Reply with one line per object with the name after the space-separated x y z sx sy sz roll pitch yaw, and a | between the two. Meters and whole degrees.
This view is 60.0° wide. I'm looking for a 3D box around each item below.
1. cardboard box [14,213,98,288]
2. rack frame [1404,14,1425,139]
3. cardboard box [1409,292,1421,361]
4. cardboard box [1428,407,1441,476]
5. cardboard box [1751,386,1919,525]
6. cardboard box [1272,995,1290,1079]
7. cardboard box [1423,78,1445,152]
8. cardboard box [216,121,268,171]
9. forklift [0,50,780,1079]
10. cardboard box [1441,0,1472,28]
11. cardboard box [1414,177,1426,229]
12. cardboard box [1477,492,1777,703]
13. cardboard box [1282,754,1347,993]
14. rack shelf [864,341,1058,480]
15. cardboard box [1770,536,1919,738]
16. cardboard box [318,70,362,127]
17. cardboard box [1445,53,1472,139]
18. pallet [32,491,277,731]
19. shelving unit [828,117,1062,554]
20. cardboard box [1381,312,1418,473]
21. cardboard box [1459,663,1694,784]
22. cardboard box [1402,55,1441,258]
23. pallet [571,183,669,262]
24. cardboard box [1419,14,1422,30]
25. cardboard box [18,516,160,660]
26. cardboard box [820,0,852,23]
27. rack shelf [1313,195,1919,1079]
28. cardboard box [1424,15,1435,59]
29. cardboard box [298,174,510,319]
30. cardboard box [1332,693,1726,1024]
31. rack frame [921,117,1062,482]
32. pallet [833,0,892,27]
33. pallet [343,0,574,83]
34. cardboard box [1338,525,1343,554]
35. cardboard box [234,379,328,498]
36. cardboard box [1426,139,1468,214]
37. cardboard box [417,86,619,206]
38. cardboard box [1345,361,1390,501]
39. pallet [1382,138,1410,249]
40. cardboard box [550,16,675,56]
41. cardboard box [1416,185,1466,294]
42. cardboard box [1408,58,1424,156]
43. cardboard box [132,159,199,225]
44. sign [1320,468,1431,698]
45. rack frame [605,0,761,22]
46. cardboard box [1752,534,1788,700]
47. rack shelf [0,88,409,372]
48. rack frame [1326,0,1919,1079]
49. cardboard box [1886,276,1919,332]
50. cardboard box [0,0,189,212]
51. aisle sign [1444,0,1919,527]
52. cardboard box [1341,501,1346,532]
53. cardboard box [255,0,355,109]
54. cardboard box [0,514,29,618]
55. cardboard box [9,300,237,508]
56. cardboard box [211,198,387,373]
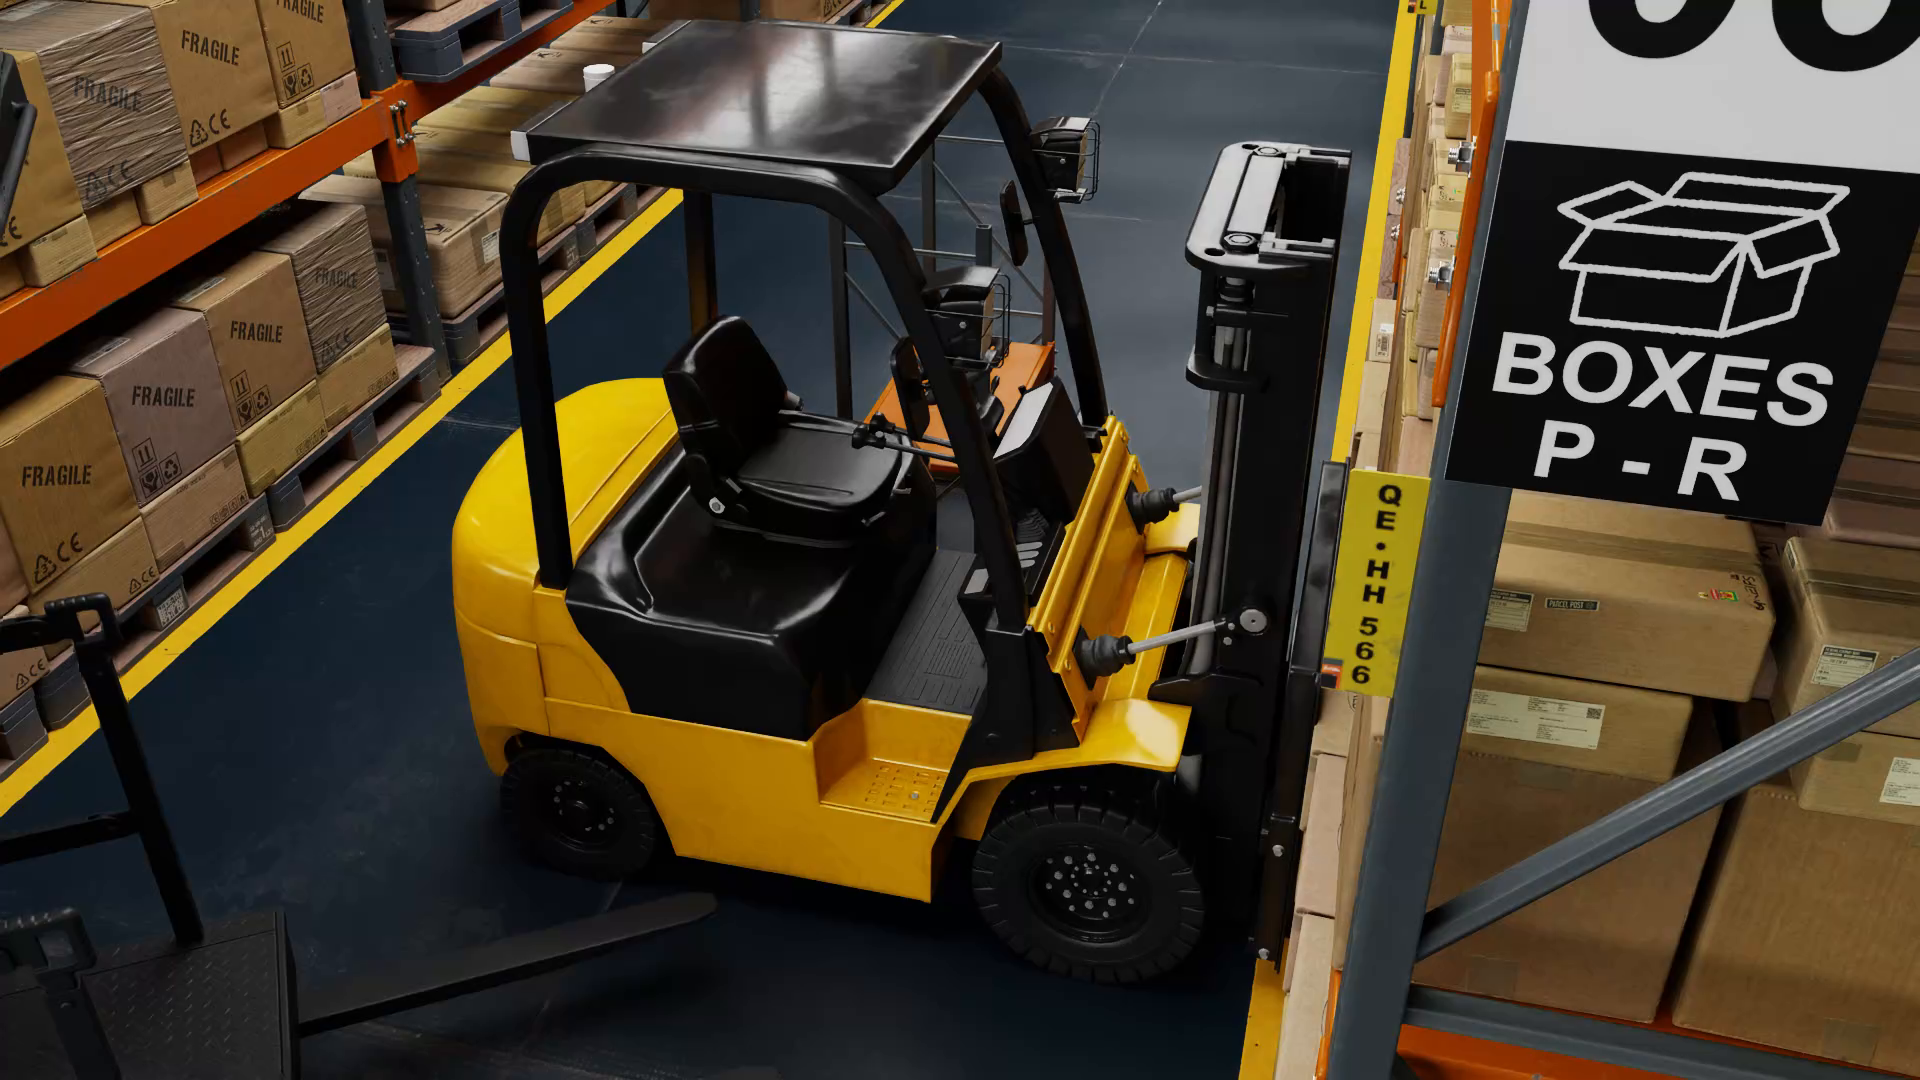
-2.916 -0.911 5.122 0.380 0.149 0.250 8 33 13 | cardboard box
3.066 -3.422 8.838 1.000 3.000 0.127 8 33 12 | rack frame
1.155 -0.474 3.502 0.380 0.149 0.250 8 33 13 | cardboard box
0.996 -0.199 2.792 0.380 0.149 0.250 9 33 13 | cardboard box
1.480 -0.128 2.680 0.380 0.149 0.250 9 33 13 | cardboard box
0.857 1.206 3.263 0.500 0.250 0.500 8 33 12 | cardboard box
1.478 -1.142 4.552 0.380 0.149 0.250 9 33 13 | cardboard box
-2.736 -1.451 5.971 0.380 0.149 0.250 8 33 13 | cardboard box
-1.945 0.336 2.990 3.031 2.935 1.130 -11 34 -17 | forklift
1.683 -1.663 5.095 0.380 0.149 0.250 9 33 13 | cardboard box
1.442 -0.659 4.397 0.500 0.500 0.500 8 33 12 | cardboard box
0.923 0.073 2.364 0.380 0.149 0.250 8 33 12 | cardboard box
0.975 0.743 3.525 0.500 0.250 0.500 9 33 13 | cardboard box
-0.022 -0.437 5.875 0.538 0.185 1.000 8 33 12 | rack shelf
1.328 0.142 2.255 0.380 0.149 0.250 7 33 11 | cardboard box
-2.538 -1.706 6.372 0.380 0.149 0.250 8 33 12 | cardboard box
1.444 -1.124 4.246 0.380 0.149 0.250 8 33 12 | cardboard box
-3.195 0.145 5.826 1.003 0.211 1.213 8 33 12 | pallet
-0.019 -0.593 5.785 0.587 1.500 1.083 8 33 12 | shelving unit
1.177 -0.138 3.578 0.500 0.500 0.500 7 33 11 | cardboard box
0.853 0.195 2.450 0.380 0.149 0.250 8 33 13 | cardboard box
1.686 -1.194 5.239 0.500 0.500 0.500 7 33 11 | cardboard box
-2.247 -1.883 9.015 1.003 0.211 1.213 8 33 12 | pallet
3.347 -3.596 11.049 0.500 0.500 0.500 7 33 11 | cardboard box
-3.031 0.109 5.455 0.500 0.250 0.500 10 34 16 | cardboard box
-1.250 -4.186 11.628 0.875 0.875 0.875 8 33 13 | cardboard box
1.544 -0.005 4.133 1.077 0.370 4.000 8 33 12 | rack shelf
1.929 -1.784 5.934 0.500 0.250 0.500 7 33 11 | cardboard box
-2.620 -1.361 7.653 0.950 0.372 0.625 8 33 13 | cardboard box
0.907 0.396 2.738 0.500 0.500 0.500 7 33 11 | cardboard box
0.107 -0.852 6.193 0.500 1.500 0.032 8 33 12 | rack frame
-1.151 -3.949 12.266 1.003 0.211 1.213 8 33 12 | pallet
-2.416 -2.316 7.277 1.003 0.211 1.213 8 33 12 | pallet
1.229 0.218 4.351 0.500 0.250 0.500 7 33 11 | cardboard box
-2.766 -0.416 6.281 0.500 0.250 0.500 7 33 11 | cardboard box
1.363 -0.873 4.129 0.380 0.149 0.250 7 33 11 | cardboard box
-2.266 -2.096 8.809 0.950 0.372 0.625 9 34 14 | cardboard box
1.485 -0.313 5.186 0.500 0.250 0.500 8 33 12 | cardboard box
2.820 -1.824 8.922 1.003 0.211 1.213 8 33 12 | pallet
-1.889 -2.873 10.031 0.950 0.372 0.625 6 33 9 | cardboard box
1.150 -0.603 3.428 0.380 0.149 0.250 9 33 13 | cardboard box
1.926 -1.581 6.080 0.500 0.250 0.500 9 33 13 | cardboard box
-2.792 -1.179 5.542 0.380 0.149 0.250 8 33 12 | cardboard box
0.515 0.059 2.061 0.100 0.325 0.005 8 33 12 | sign
-1.736 -4.096 9.898 1.000 3.000 0.127 8 33 12 | rack frame
1.374 0.136 2.543 0.380 0.149 0.250 8 33 12 | cardboard box
-3.259 -0.679 5.193 1.077 0.370 4.000 8 33 12 | rack shelf
1.033 0.729 2.308 0.949 2.616 0.053 8 33 12 | rack frame
1.600 -0.394 3.099 0.380 0.149 0.250 9 34 14 | cardboard box
-2.874 -1.386 5.264 0.500 0.500 0.500 9 34 14 | cardboard box
0.735 -0.374 1.619 0.394 0.787 0.004 8 33 12 | aisle sign
1.494 0.108 5.456 0.500 0.250 0.500 7 33 11 | cardboard box
-2.623 -1.924 6.110 0.500 0.500 0.500 7 33 11 | cardboard box
-3.160 0.057 4.838 0.500 0.500 0.500 7 33 11 | cardboard box
-2.897 -0.481 5.684 0.500 0.500 0.500 10 34 15 | cardboard box
-2.642 -1.010 6.516 0.500 0.500 0.500 8 33 12 | cardboard box
